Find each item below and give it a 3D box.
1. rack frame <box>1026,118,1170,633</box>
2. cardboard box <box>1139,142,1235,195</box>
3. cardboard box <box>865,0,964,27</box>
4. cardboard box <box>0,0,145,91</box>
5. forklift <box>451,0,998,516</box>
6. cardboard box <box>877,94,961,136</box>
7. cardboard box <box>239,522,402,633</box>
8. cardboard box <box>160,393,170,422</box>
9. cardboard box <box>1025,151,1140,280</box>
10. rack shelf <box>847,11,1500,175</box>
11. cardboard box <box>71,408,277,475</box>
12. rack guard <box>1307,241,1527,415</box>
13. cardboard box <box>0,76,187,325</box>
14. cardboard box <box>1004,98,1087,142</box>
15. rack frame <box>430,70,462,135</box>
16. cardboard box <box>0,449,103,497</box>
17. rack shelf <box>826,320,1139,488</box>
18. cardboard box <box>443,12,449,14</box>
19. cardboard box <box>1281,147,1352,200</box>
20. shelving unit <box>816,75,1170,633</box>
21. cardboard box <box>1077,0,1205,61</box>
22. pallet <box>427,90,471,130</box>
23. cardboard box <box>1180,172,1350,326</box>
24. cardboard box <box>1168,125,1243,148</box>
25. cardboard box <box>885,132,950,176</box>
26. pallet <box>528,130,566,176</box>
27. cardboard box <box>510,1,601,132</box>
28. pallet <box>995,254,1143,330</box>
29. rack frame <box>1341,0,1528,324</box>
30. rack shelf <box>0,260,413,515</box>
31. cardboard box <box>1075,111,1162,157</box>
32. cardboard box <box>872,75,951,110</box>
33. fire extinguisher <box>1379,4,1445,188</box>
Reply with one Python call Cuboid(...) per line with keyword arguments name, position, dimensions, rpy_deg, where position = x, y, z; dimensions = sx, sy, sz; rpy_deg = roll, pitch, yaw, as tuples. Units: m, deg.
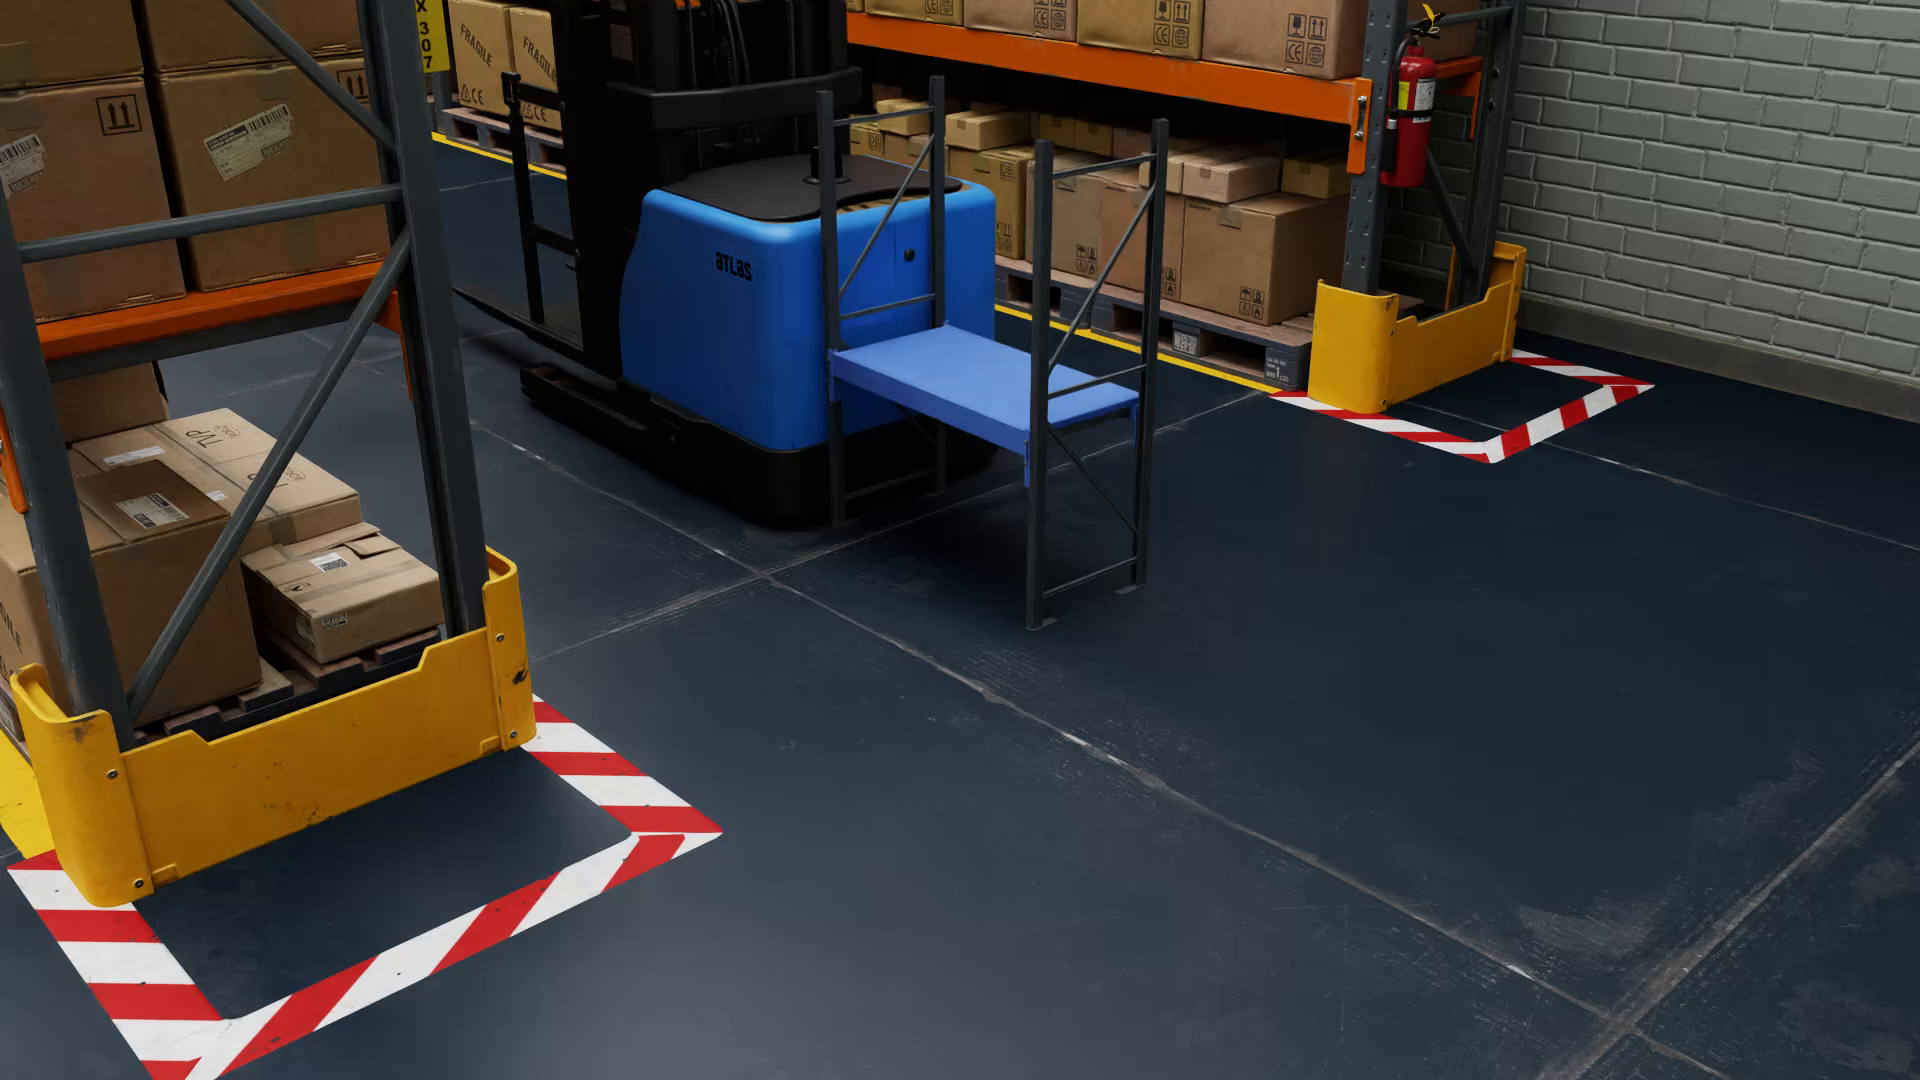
Cuboid(name="rack frame", position=(0.404, -0.467, 4.967), dimensions=(0.500, 1.500, 0.032), rpy_deg=(-19, 31, -36))
Cuboid(name="cardboard box", position=(1.034, -1.695, 7.576), dimensions=(0.380, 0.149, 0.250), rpy_deg=(-20, 31, -37))
Cuboid(name="cardboard box", position=(0.101, -3.055, 8.471), dimensions=(0.980, 0.700, 0.700), rpy_deg=(-22, 33, -40))
Cuboid(name="cardboard box", position=(-2.137, -1.249, 3.549), dimensions=(0.500, 0.500, 0.500), rpy_deg=(-22, 32, -39))
Cuboid(name="forklift", position=(-1.189, -1.952, 6.496), dimensions=(1.130, 2.935, 3.031), rpy_deg=(-19, 31, -36))
Cuboid(name="cardboard box", position=(-0.215, -2.248, 8.787), dimensions=(0.380, 0.149, 0.250), rpy_deg=(-20, 31, -37))
Cuboid(name="cardboard box", position=(-1.838, 0.097, 4.807), dimensions=(0.380, 0.166, 0.250), rpy_deg=(-21, 32, -38))
Cuboid(name="cardboard box", position=(-3.257, -0.561, 6.075), dimensions=(0.500, 0.311, 0.500), rpy_deg=(-21, 32, -38))
Cuboid(name="cardboard box", position=(0.744, -1.639, 8.235), dimensions=(0.500, 0.500, 0.700), rpy_deg=(23, 33, 40))
Cuboid(name="rack shelf", position=(0.615, -2.377, 8.213), dimensions=(1.077, 0.370, 4.000), rpy_deg=(-21, 32, -38))
Cuboid(name="cardboard box", position=(-2.480, -0.189, 5.333), dimensions=(0.500, 0.250, 0.500), rpy_deg=(-21, 32, -38))
Cuboid(name="rack guard", position=(1.998, -0.954, 7.238), dimensions=(1.175, 0.500, 0.348), rpy_deg=(-21, 32, -38))
Cuboid(name="cardboard box", position=(-2.137, -0.796, 3.760), dimensions=(0.500, 0.500, 0.500), rpy_deg=(-20, 31, -37))
Cuboid(name="cardboard box", position=(0.444, -2.188, 8.656), dimensions=(0.380, 0.149, 0.250), rpy_deg=(-21, 32, -38))
Cuboid(name="rack frame", position=(-3.486, -4.522, 12.048), dimensions=(1.000, 3.000, 0.127), rpy_deg=(-21, 32, -38))
Cuboid(name="cardboard box", position=(-2.811, -0.032, 4.989), dimensions=(0.500, 0.250, 0.500), rpy_deg=(-21, 32, -38))
Cuboid(name="rack shelf", position=(0.076, -0.465, 5.395), dimensions=(0.538, 0.185, 1.000), rpy_deg=(-19, 31, -36))
Cuboid(name="cardboard box", position=(-4.284, -3.977, 13.336), dimensions=(0.700, 0.500, 0.500), rpy_deg=(-21, 32, -39))
Cuboid(name="cardboard box", position=(1.662, -1.650, 7.476), dimensions=(0.380, 0.149, 0.250), rpy_deg=(-21, 32, -38))
Cuboid(name="shelving unit", position=(0.076, -0.628, 5.320), dimensions=(0.538, 1.500, 1.048), rpy_deg=(-19, 31, -36))
Cuboid(name="cardboard box", position=(1.120, -2.604, 7.482), dimensions=(0.980, 0.700, 0.700), rpy_deg=(-22, 32, -39))
Cuboid(name="pallet", position=(-4.019, -3.490, 13.147), dimensions=(1.003, 0.211, 1.213), rpy_deg=(-21, 32, -38))
Cuboid(name="cardboard box", position=(1.430, -1.336, 7.569), dimensions=(0.700, 0.500, 0.500), rpy_deg=(-21, 32, -38))
Cuboid(name="cardboard box", position=(1.144, -1.879, 7.979), dimensions=(0.380, 0.149, 0.250), rpy_deg=(-21, 32, -38))
Cuboid(name="cardboard box", position=(0.025, -1.955, 8.927), dimensions=(0.700, 0.500, 0.500), rpy_deg=(-22, 32, -39))
Cuboid(name="pallet", position=(-2.173, -2.623, 11.246), dimensions=(1.003, 0.211, 1.213), rpy_deg=(-21, 32, -38))
Cuboid(name="cardboard box", position=(-2.485, -3.208, 11.251), dimensions=(0.750, 0.750, 0.750), rpy_deg=(-21, 32, -39))
Cuboid(name="pallet", position=(0.548, -1.419, 8.606), dimensions=(1.003, 0.211, 1.213), rpy_deg=(-21, 32, -38))
Cuboid(name="rack frame", position=(1.982, -2.098, 6.735), dimensions=(1.000, 3.000, 0.127), rpy_deg=(-21, 32, -38))
Cuboid(name="rack shelf", position=(-2.999, -0.970, 5.130), dimensions=(1.077, 0.370, 4.000), rpy_deg=(-21, 32, -38))
Cuboid(name="cardboard box", position=(0.794, -2.033, 8.317), dimensions=(0.380, 0.149, 0.250), rpy_deg=(-21, 32, -38))
Cuboid(name="cardboard box", position=(-0.270, -2.504, 9.348), dimensions=(0.380, 0.149, 0.250), rpy_deg=(-21, 32, -39))
Cuboid(name="fire extinguisher", position=(1.748, -1.717, 6.441), dimensions=(0.296, 0.674, 0.183), rpy_deg=(-21, 32, -38))
